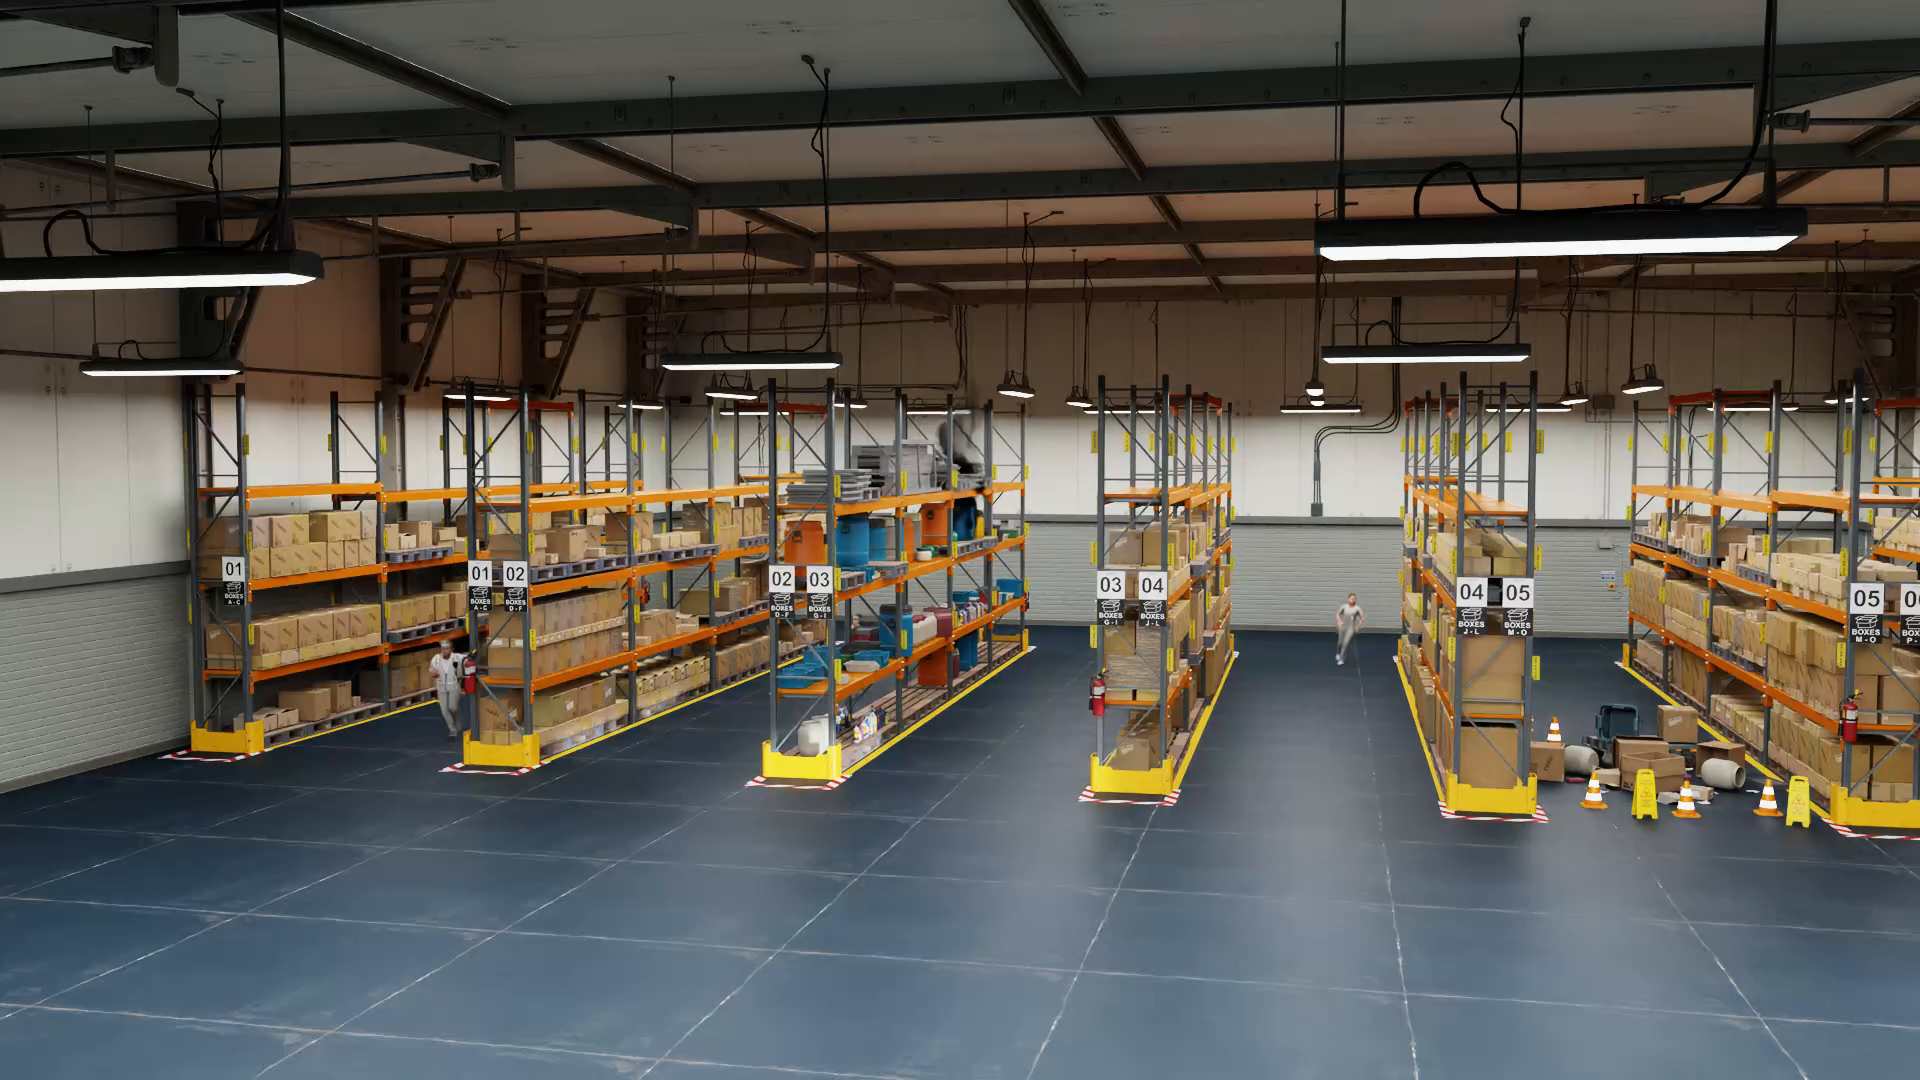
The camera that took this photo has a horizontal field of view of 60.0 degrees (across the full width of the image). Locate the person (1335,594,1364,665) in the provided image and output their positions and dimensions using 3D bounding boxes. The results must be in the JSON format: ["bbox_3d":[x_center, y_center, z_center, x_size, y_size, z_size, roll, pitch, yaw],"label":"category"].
[{"bbox_3d":[8.881,2.023,37.914,0.629,1.621,0.658,1,3,16],"label":"person"}]

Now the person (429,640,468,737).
[{"bbox_3d":[-8.666,2.524,28.219,0.653,1.704,0.786,0,3,0],"label":"person"}]

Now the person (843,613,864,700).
[{"bbox_3d":[-2.049,2.288,32.978,0.636,1.713,0.827,1,3,12],"label":"person"}]
